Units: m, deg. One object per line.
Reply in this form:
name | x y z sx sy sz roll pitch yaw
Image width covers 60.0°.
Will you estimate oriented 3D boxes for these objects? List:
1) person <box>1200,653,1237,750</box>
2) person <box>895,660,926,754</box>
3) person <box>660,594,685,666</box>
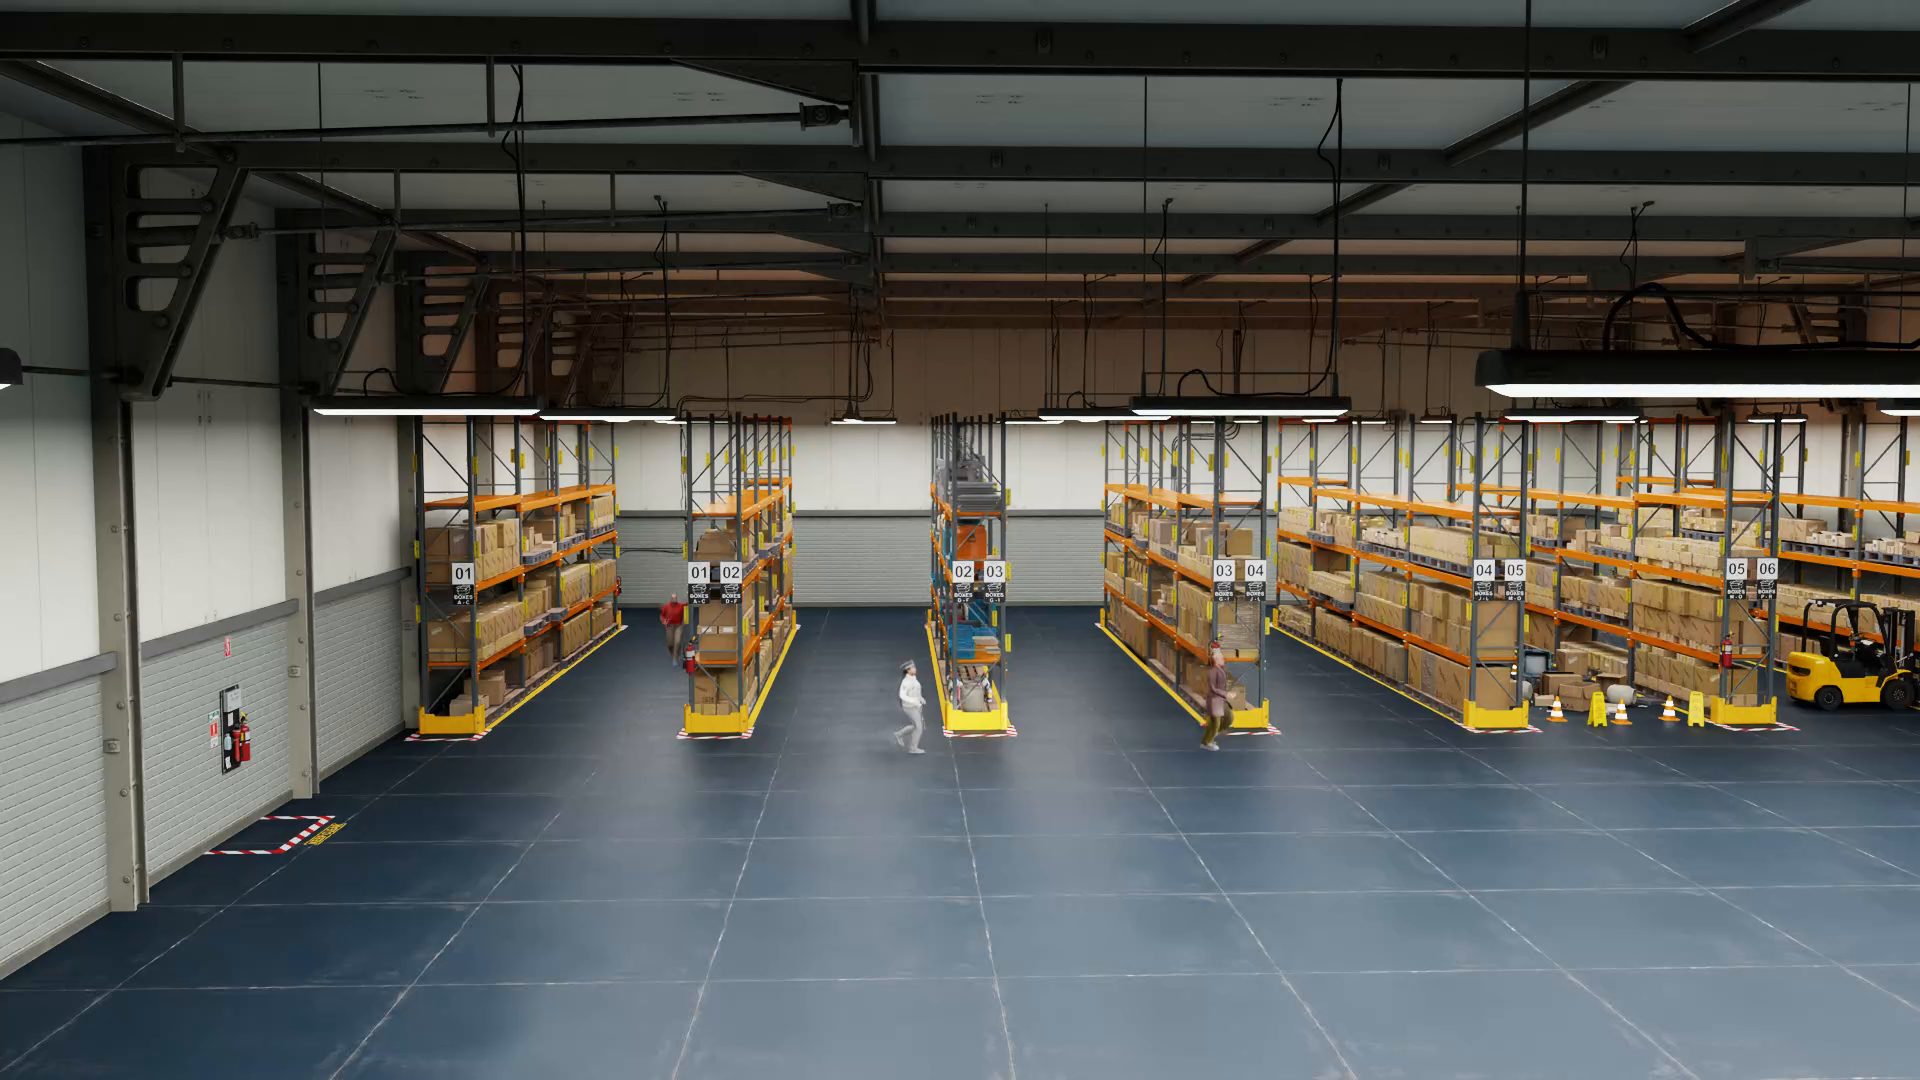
person | 4.585 2.852 29.404 0.715 1.733 0.689 2 4 29
person | -0.894 2.913 29.139 0.582 1.648 0.615 1 4 16
person | -6.908 2.163 40.232 0.672 1.735 0.814 -1 4 -10
